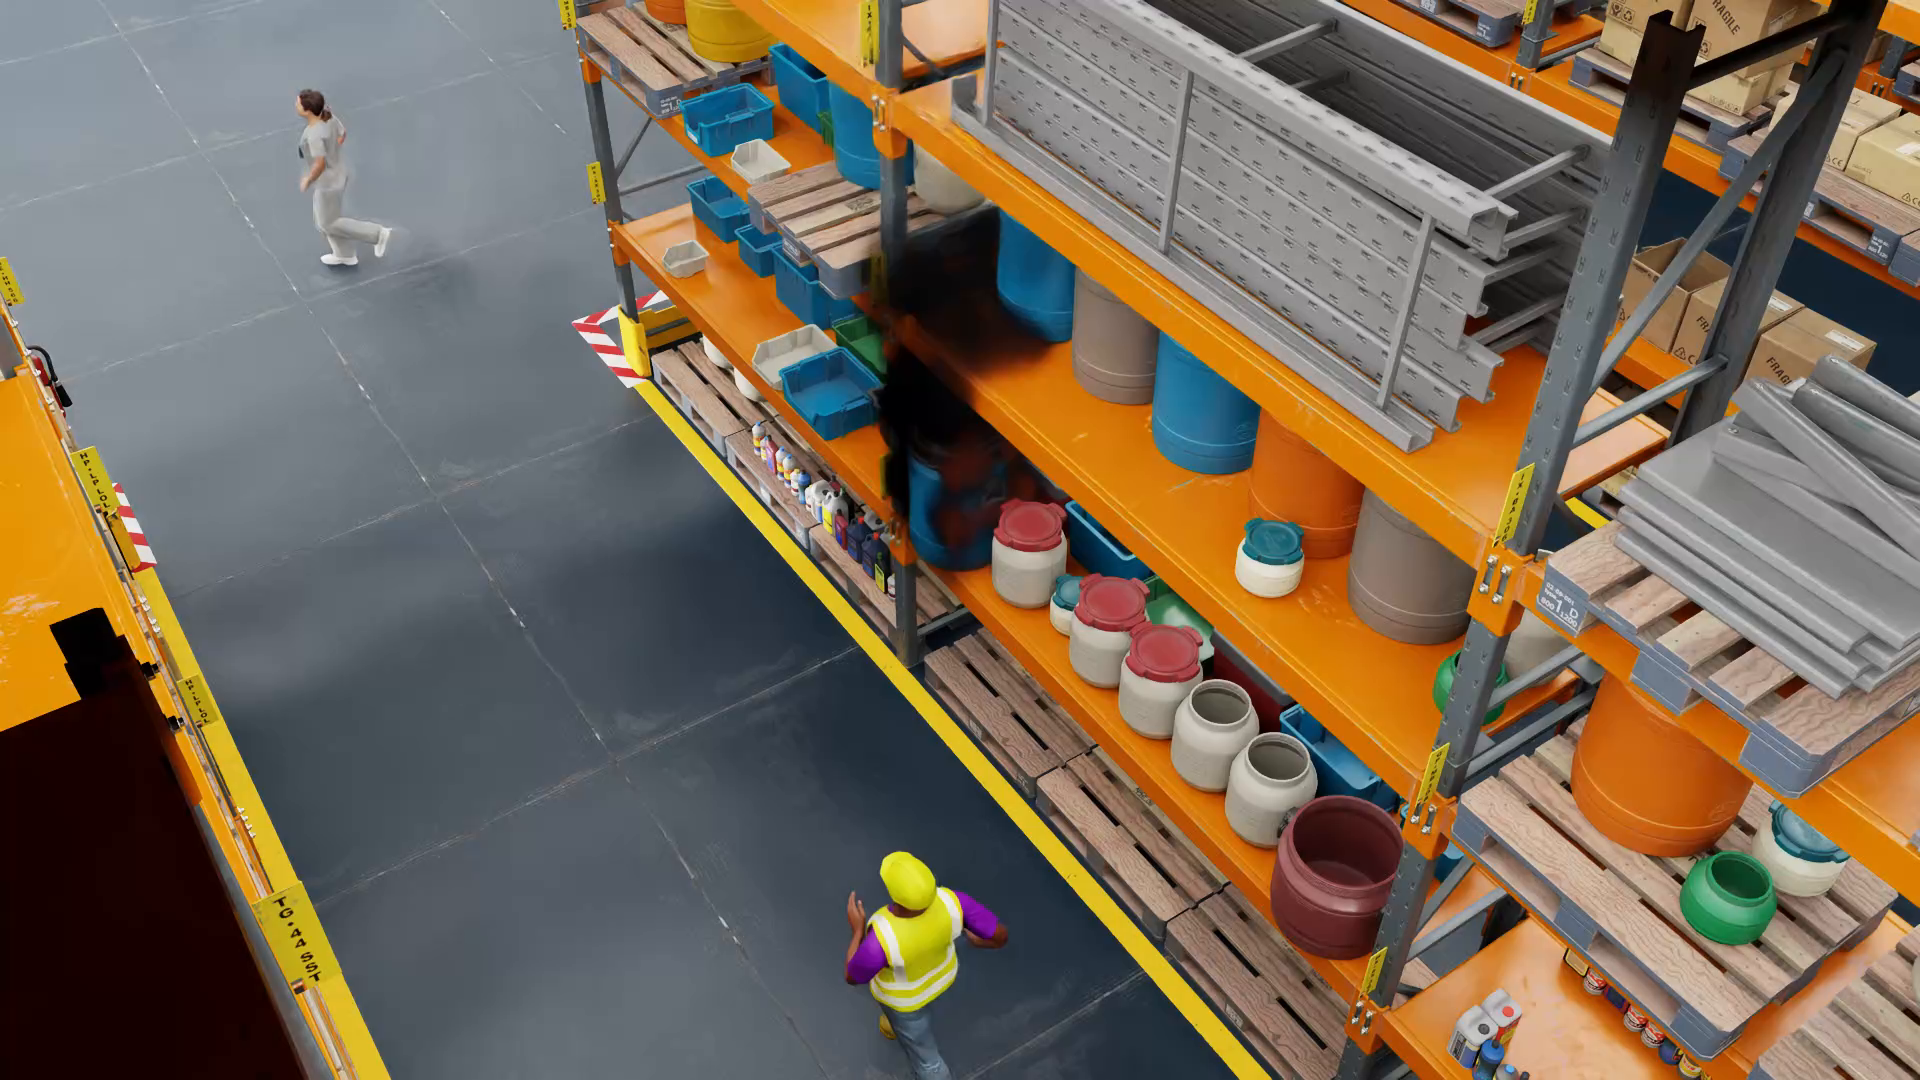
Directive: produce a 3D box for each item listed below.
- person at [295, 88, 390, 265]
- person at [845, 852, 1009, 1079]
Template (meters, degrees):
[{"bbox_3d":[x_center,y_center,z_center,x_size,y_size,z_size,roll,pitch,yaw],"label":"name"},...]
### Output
[{"bbox_3d":[-5.161,-2.993,13.806,0.683,1.626,0.605,0,43,0],"label":"person"},{"bbox_3d":[-0.217,2.061,7.776,0.686,1.828,0.794,-31,51,-29],"label":"person"}]
